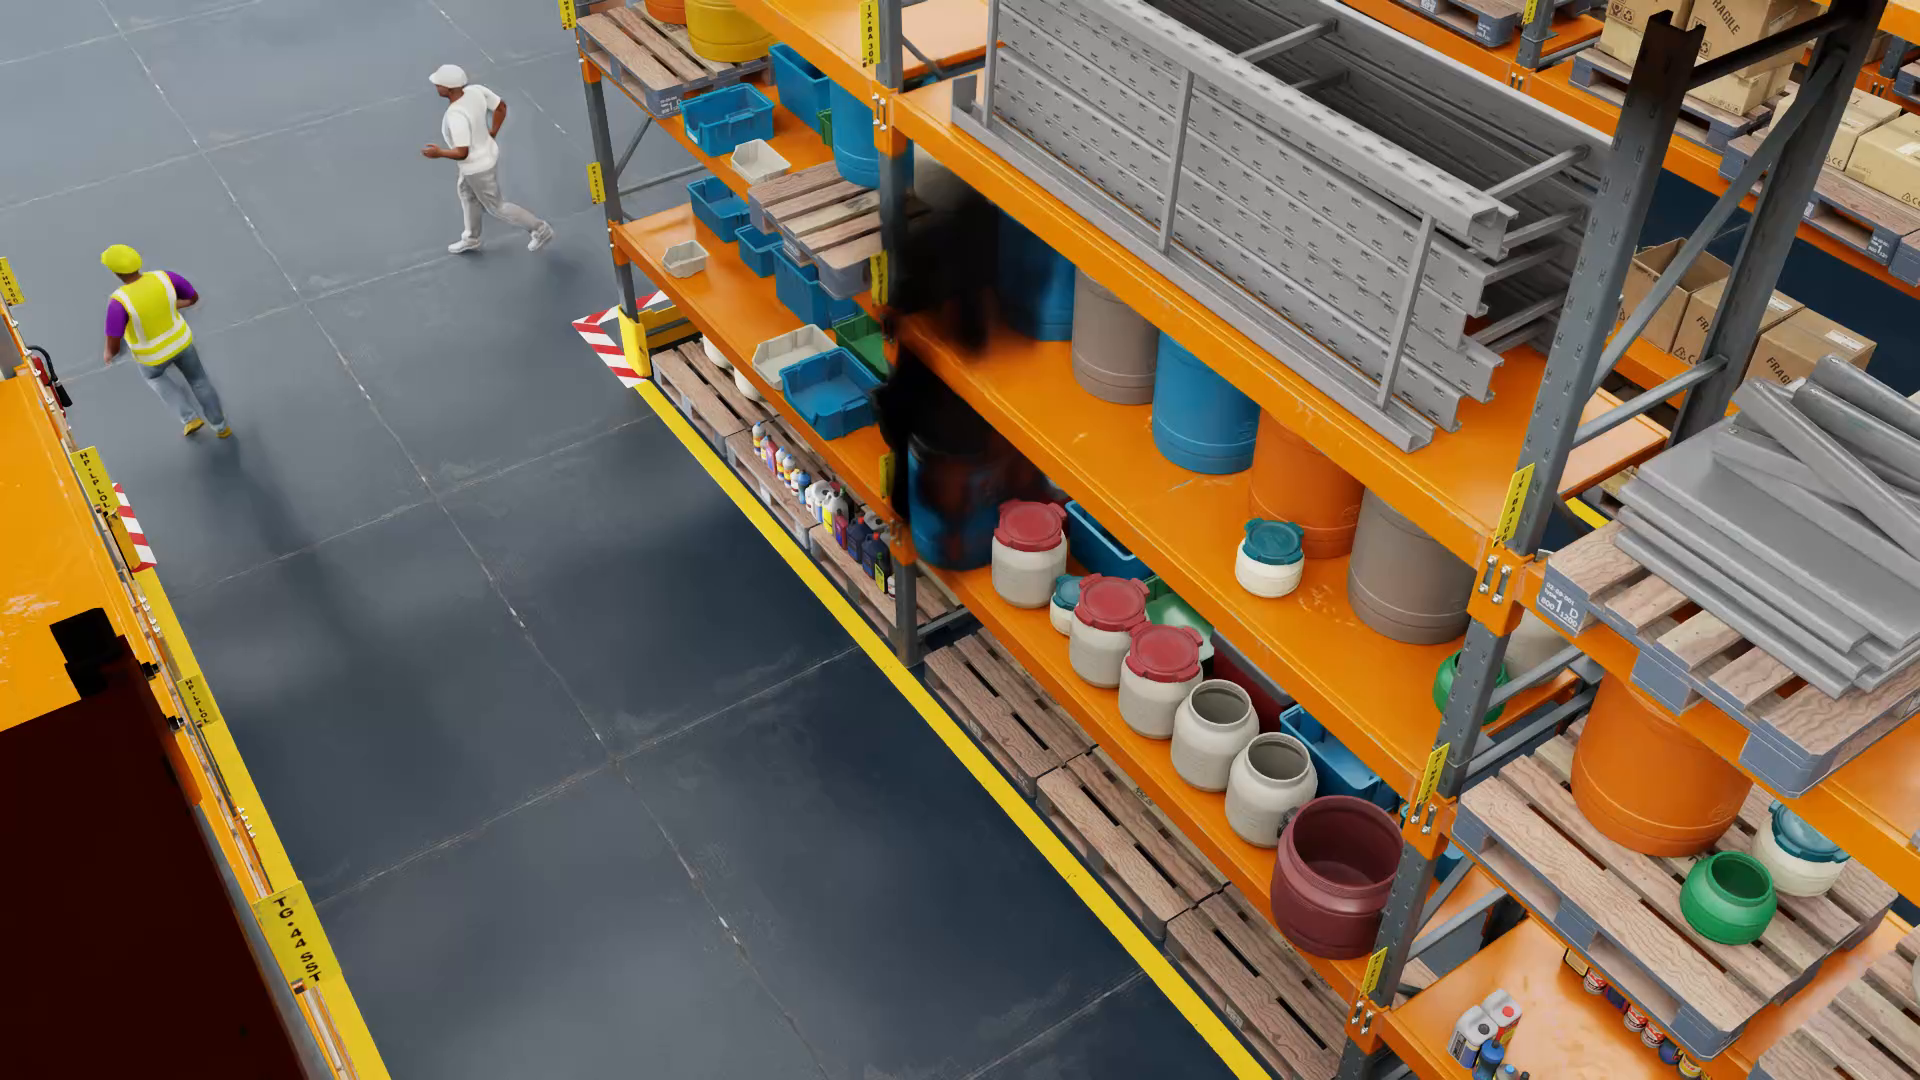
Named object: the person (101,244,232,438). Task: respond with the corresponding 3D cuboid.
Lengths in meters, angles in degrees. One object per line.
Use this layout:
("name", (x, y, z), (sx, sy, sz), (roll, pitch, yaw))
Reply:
("person", (-5.811, -1.414, 12.029), (0.559, 1.740, 0.767), (33, 52, 31))

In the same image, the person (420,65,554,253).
("person", (-3.988, -3.136, 13.867), (0.957, 1.765, 0.659), (0, 43, 0))
